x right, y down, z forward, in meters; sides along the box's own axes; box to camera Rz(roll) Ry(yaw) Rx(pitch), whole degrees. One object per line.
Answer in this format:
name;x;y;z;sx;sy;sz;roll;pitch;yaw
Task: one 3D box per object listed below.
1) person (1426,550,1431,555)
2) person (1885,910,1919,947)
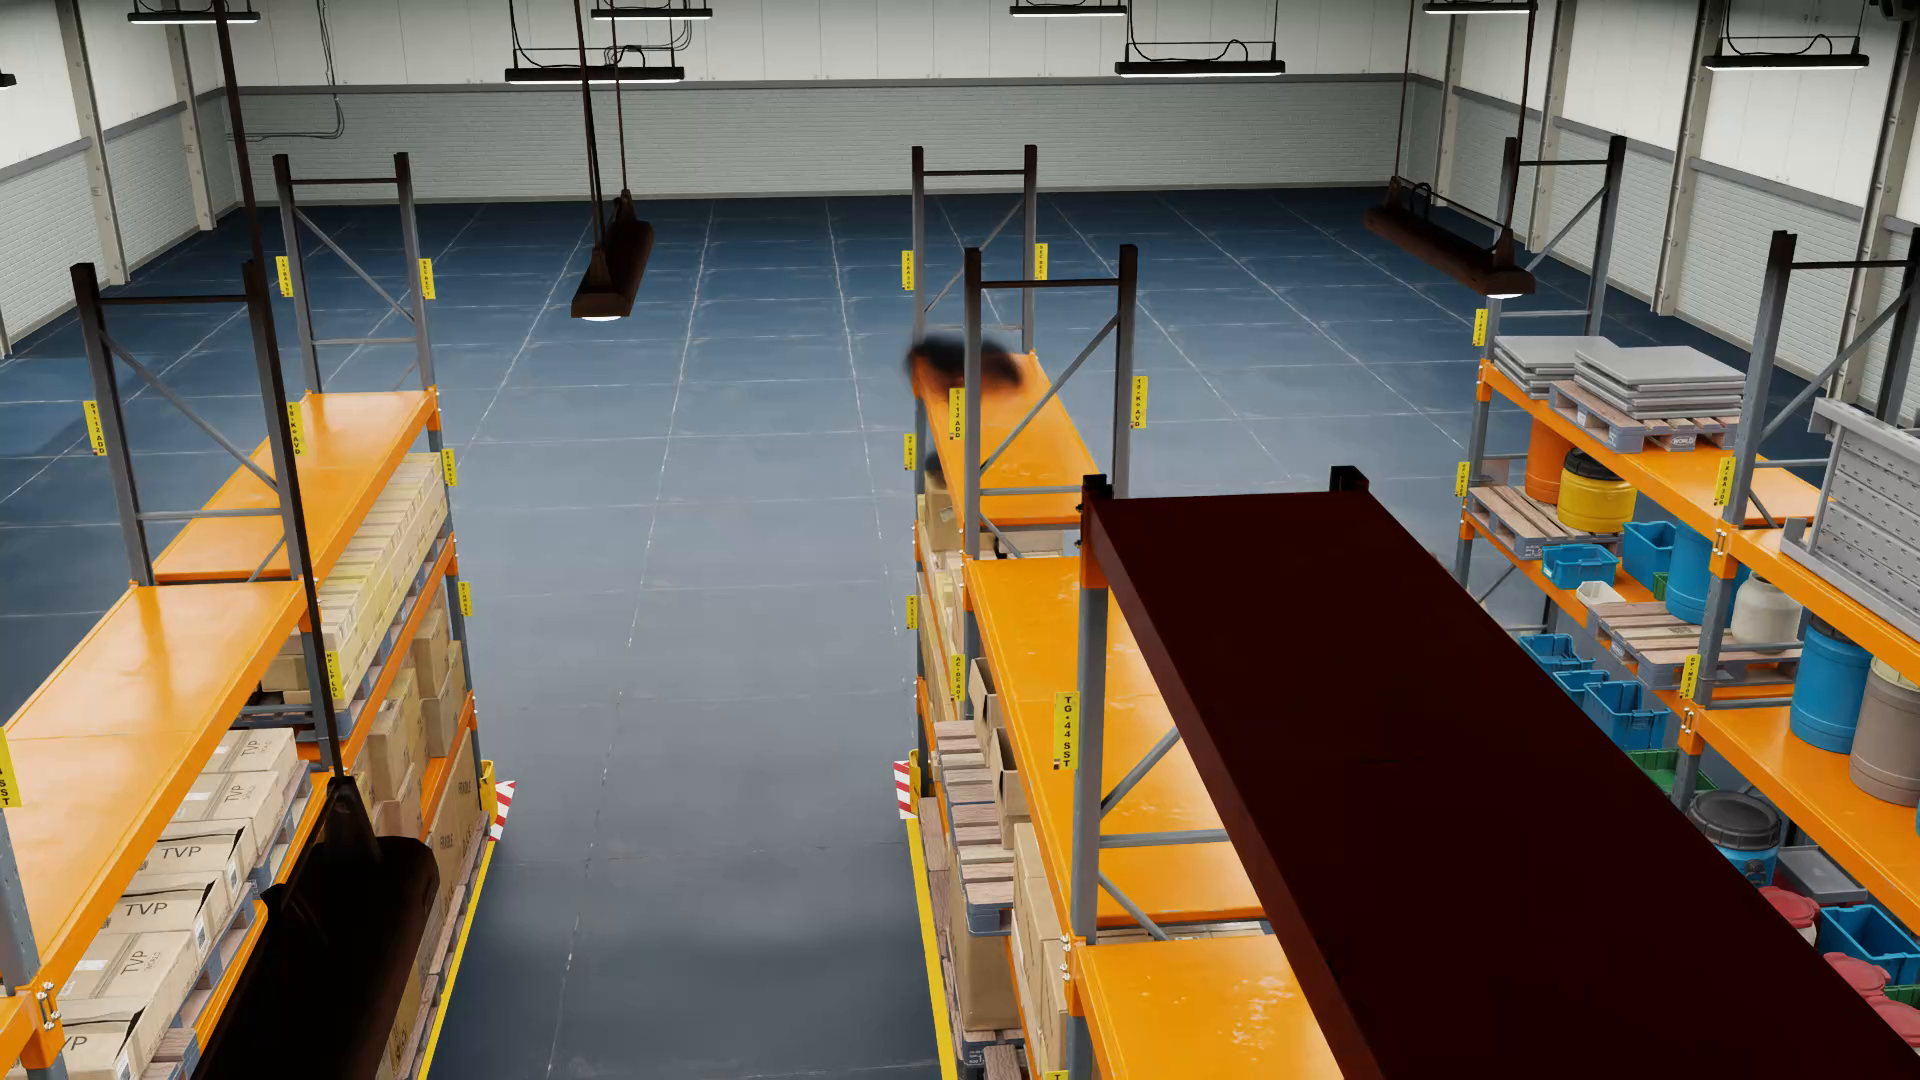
person;5.047;0.920;17.216;0.967;1.629;0.608;12;24;27
person;7.235;2.745;12.330;0.672;1.735;0.847;-10;24;-23
